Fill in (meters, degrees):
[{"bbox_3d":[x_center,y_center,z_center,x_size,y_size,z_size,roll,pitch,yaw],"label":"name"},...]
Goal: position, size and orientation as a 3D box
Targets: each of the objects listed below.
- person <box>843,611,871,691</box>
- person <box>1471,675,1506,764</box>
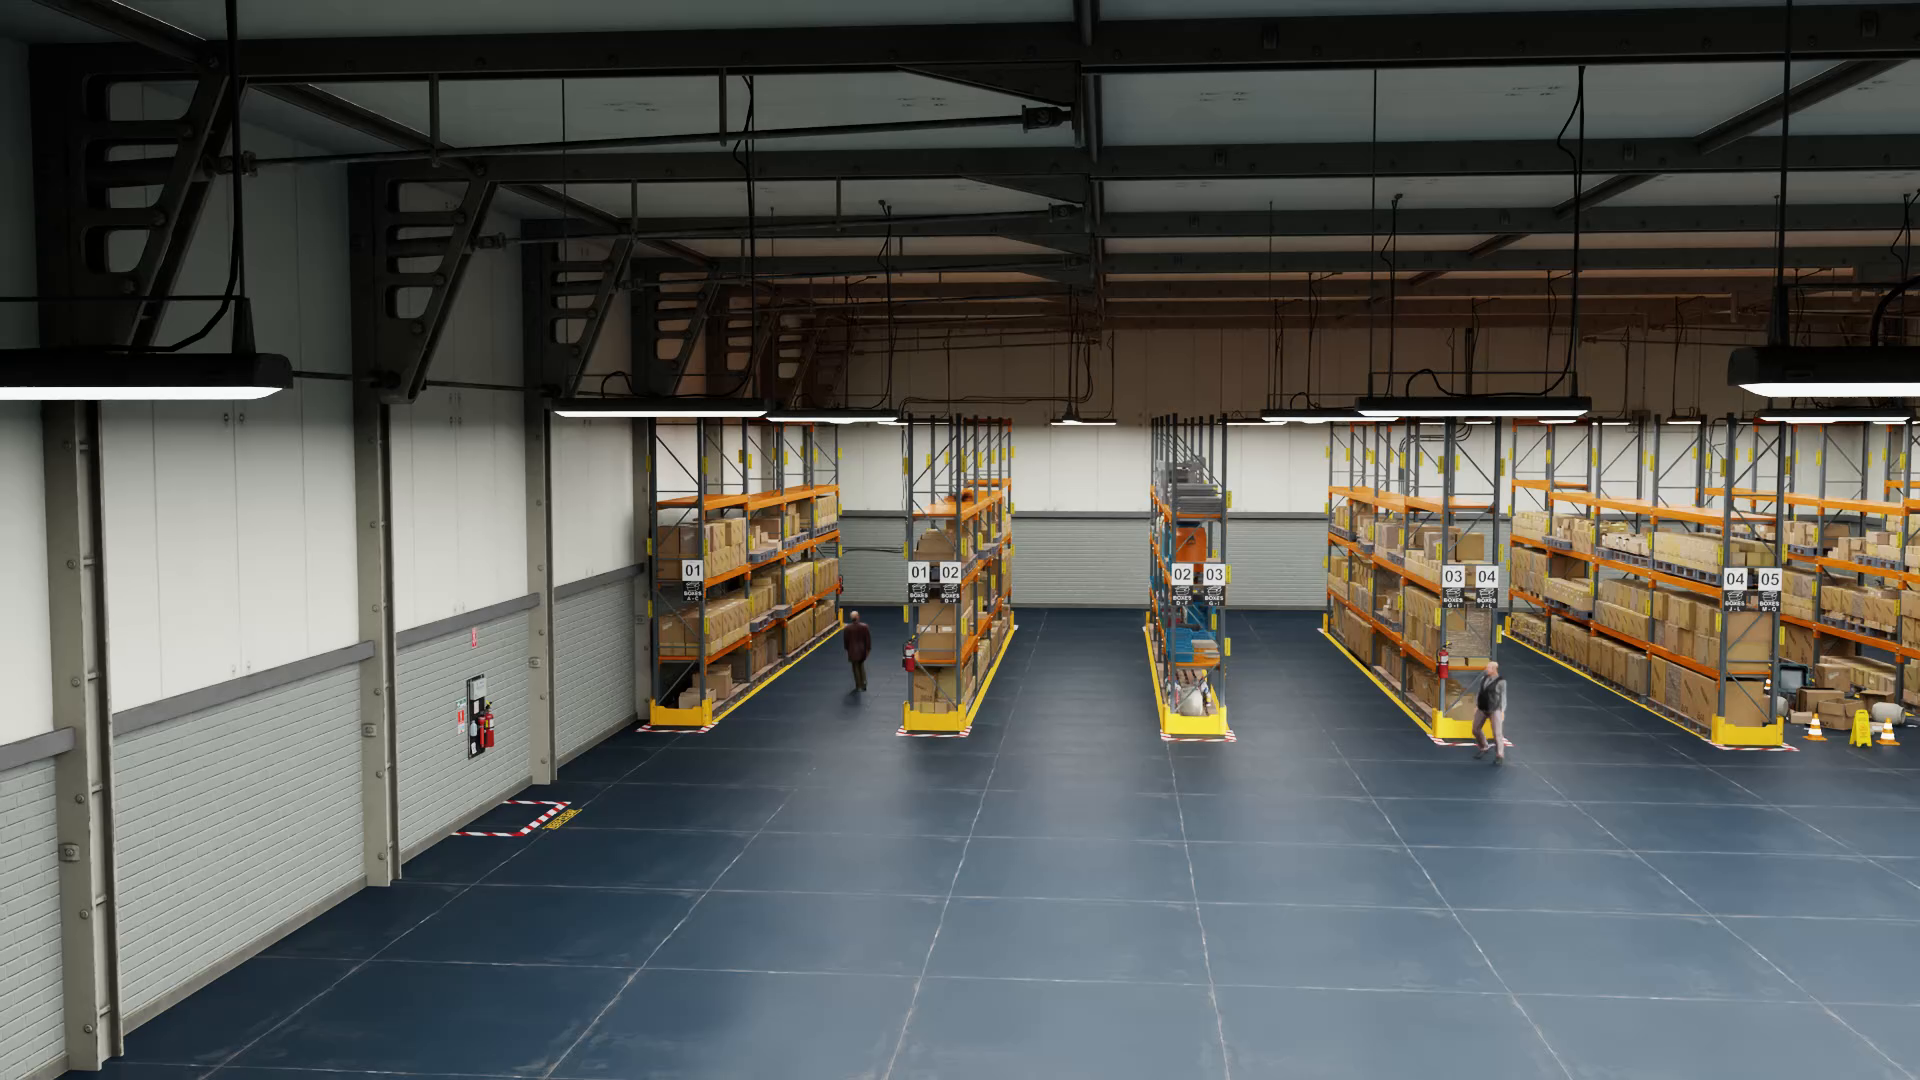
[{"bbox_3d":[-2.265,2.429,36.110,0.585,1.811,0.592,-3,5,-35],"label":"person"},{"bbox_3d":[9.064,3.032,28.459,0.403,1.538,0.598,-3,5,-38],"label":"person"}]
